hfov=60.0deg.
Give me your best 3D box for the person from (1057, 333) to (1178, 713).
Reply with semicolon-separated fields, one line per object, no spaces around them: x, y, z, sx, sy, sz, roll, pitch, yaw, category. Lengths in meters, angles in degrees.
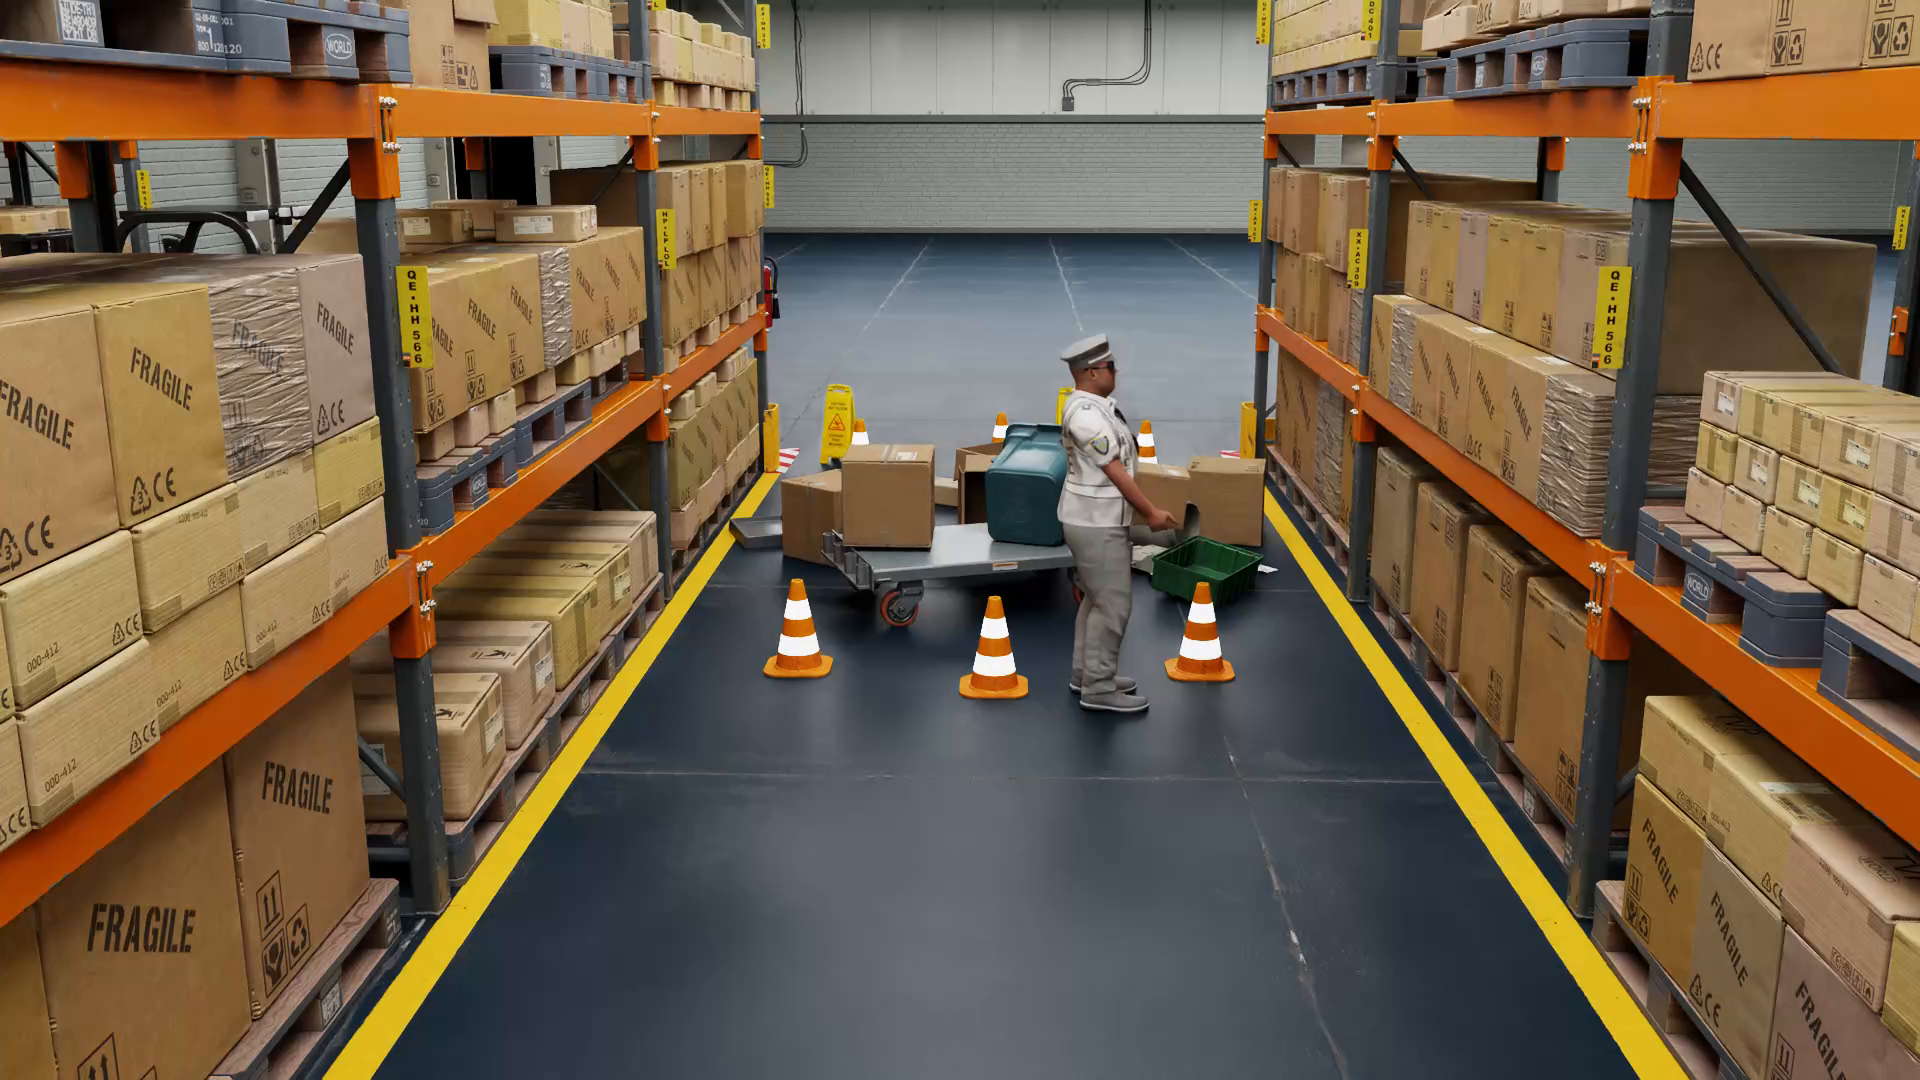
0.735;-0.088;7.811;0.556;1.767;0.494;1;14;3;person
